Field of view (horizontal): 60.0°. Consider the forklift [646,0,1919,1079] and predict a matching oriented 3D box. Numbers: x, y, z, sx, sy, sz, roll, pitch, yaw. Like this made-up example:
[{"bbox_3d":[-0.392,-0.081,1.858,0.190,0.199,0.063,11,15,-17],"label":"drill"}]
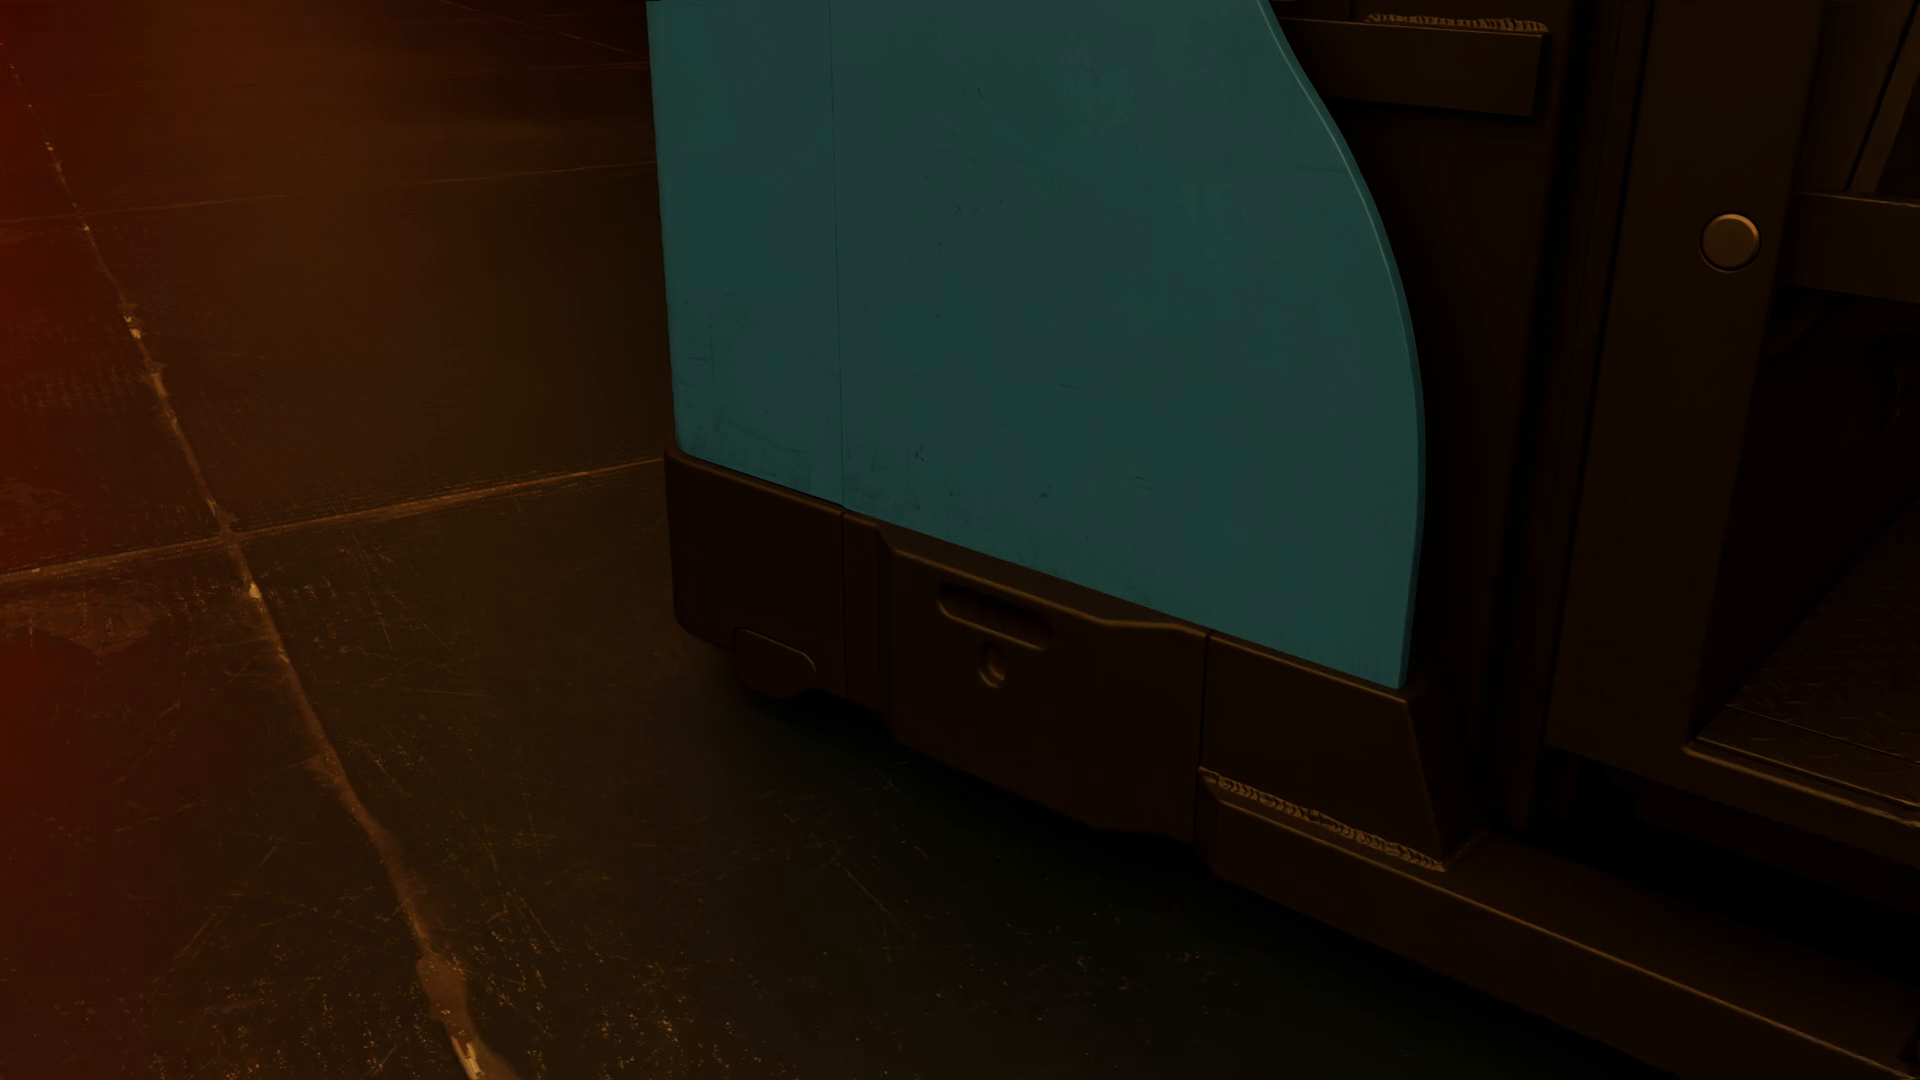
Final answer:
[{"bbox_3d":[1.068,-0.968,1.132,3.031,2.935,1.130,18,28,37],"label":"forklift"}]
